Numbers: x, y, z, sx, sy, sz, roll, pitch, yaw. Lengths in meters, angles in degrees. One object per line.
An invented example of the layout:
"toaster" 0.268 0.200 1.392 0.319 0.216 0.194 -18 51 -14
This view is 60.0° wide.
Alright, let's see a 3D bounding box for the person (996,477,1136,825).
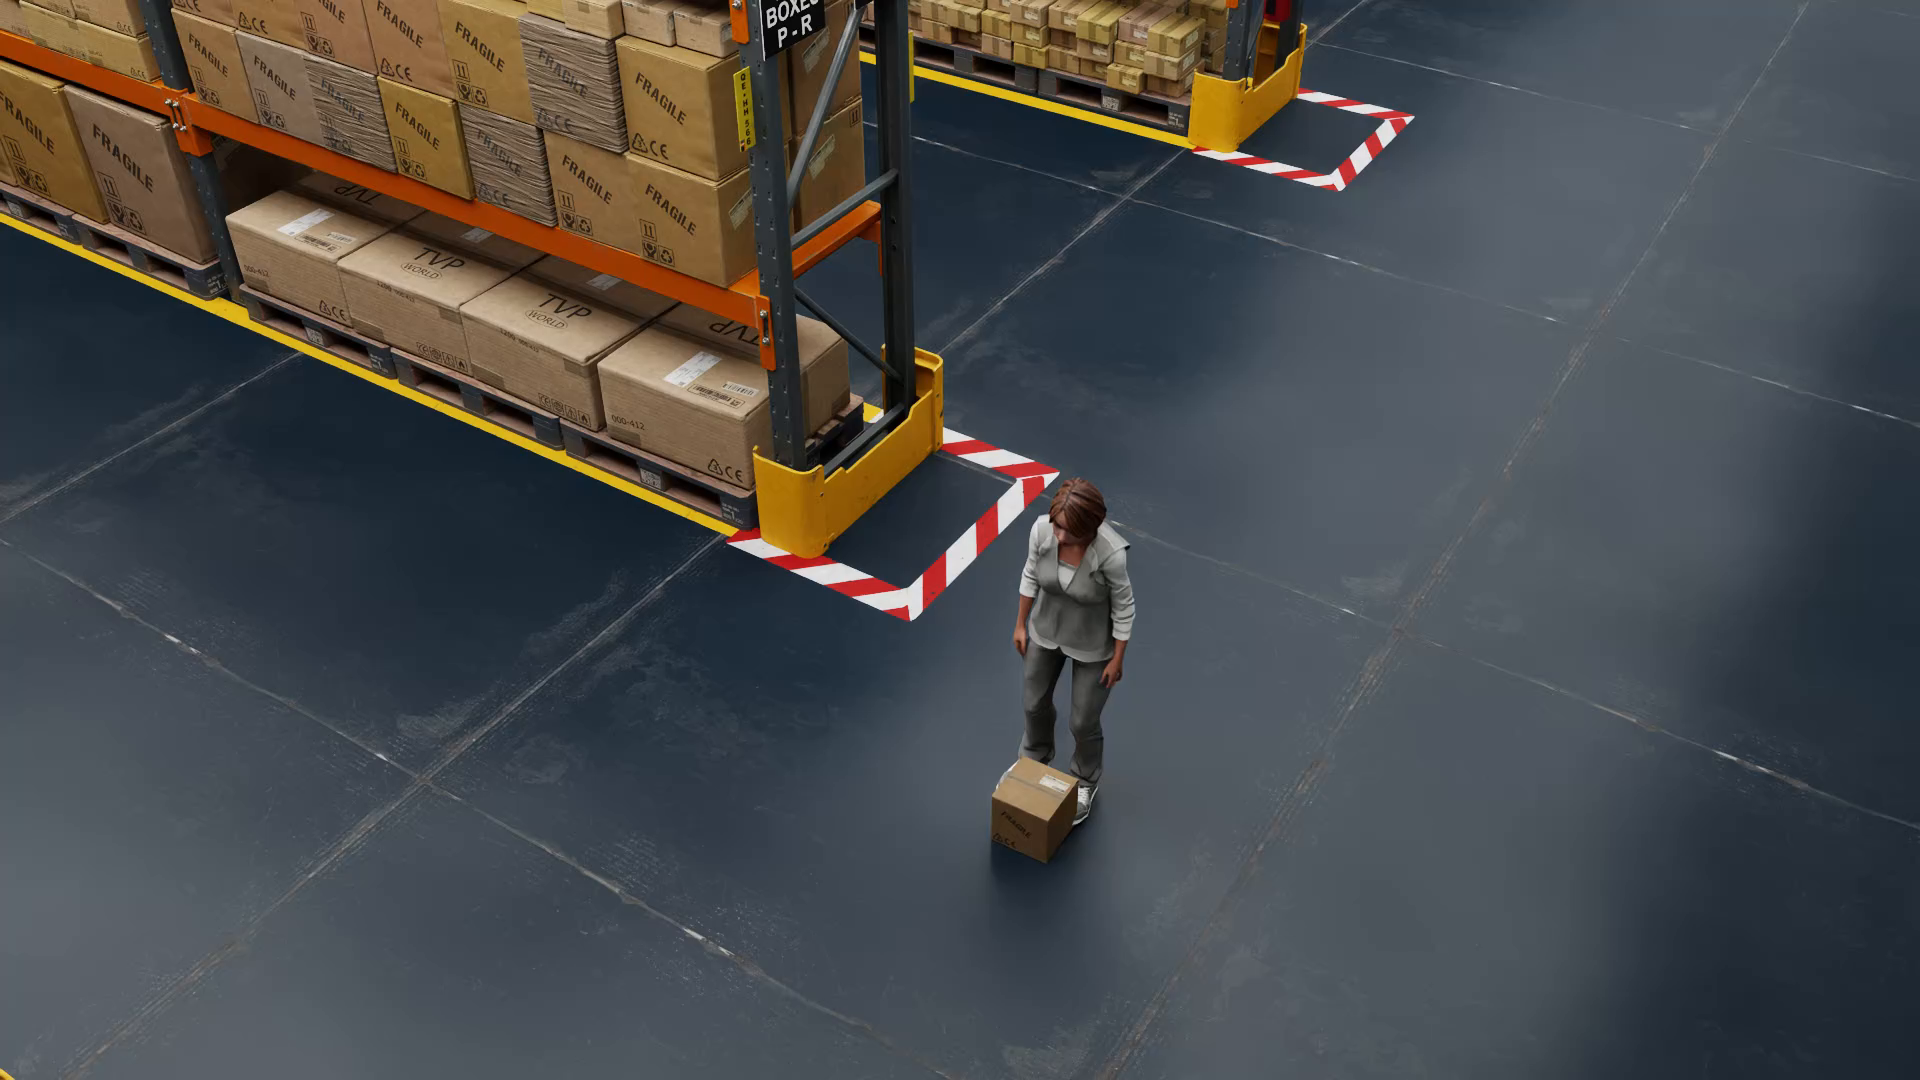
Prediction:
"person" 0.412 0.389 6.206 0.466 1.592 0.346 20 43 23
